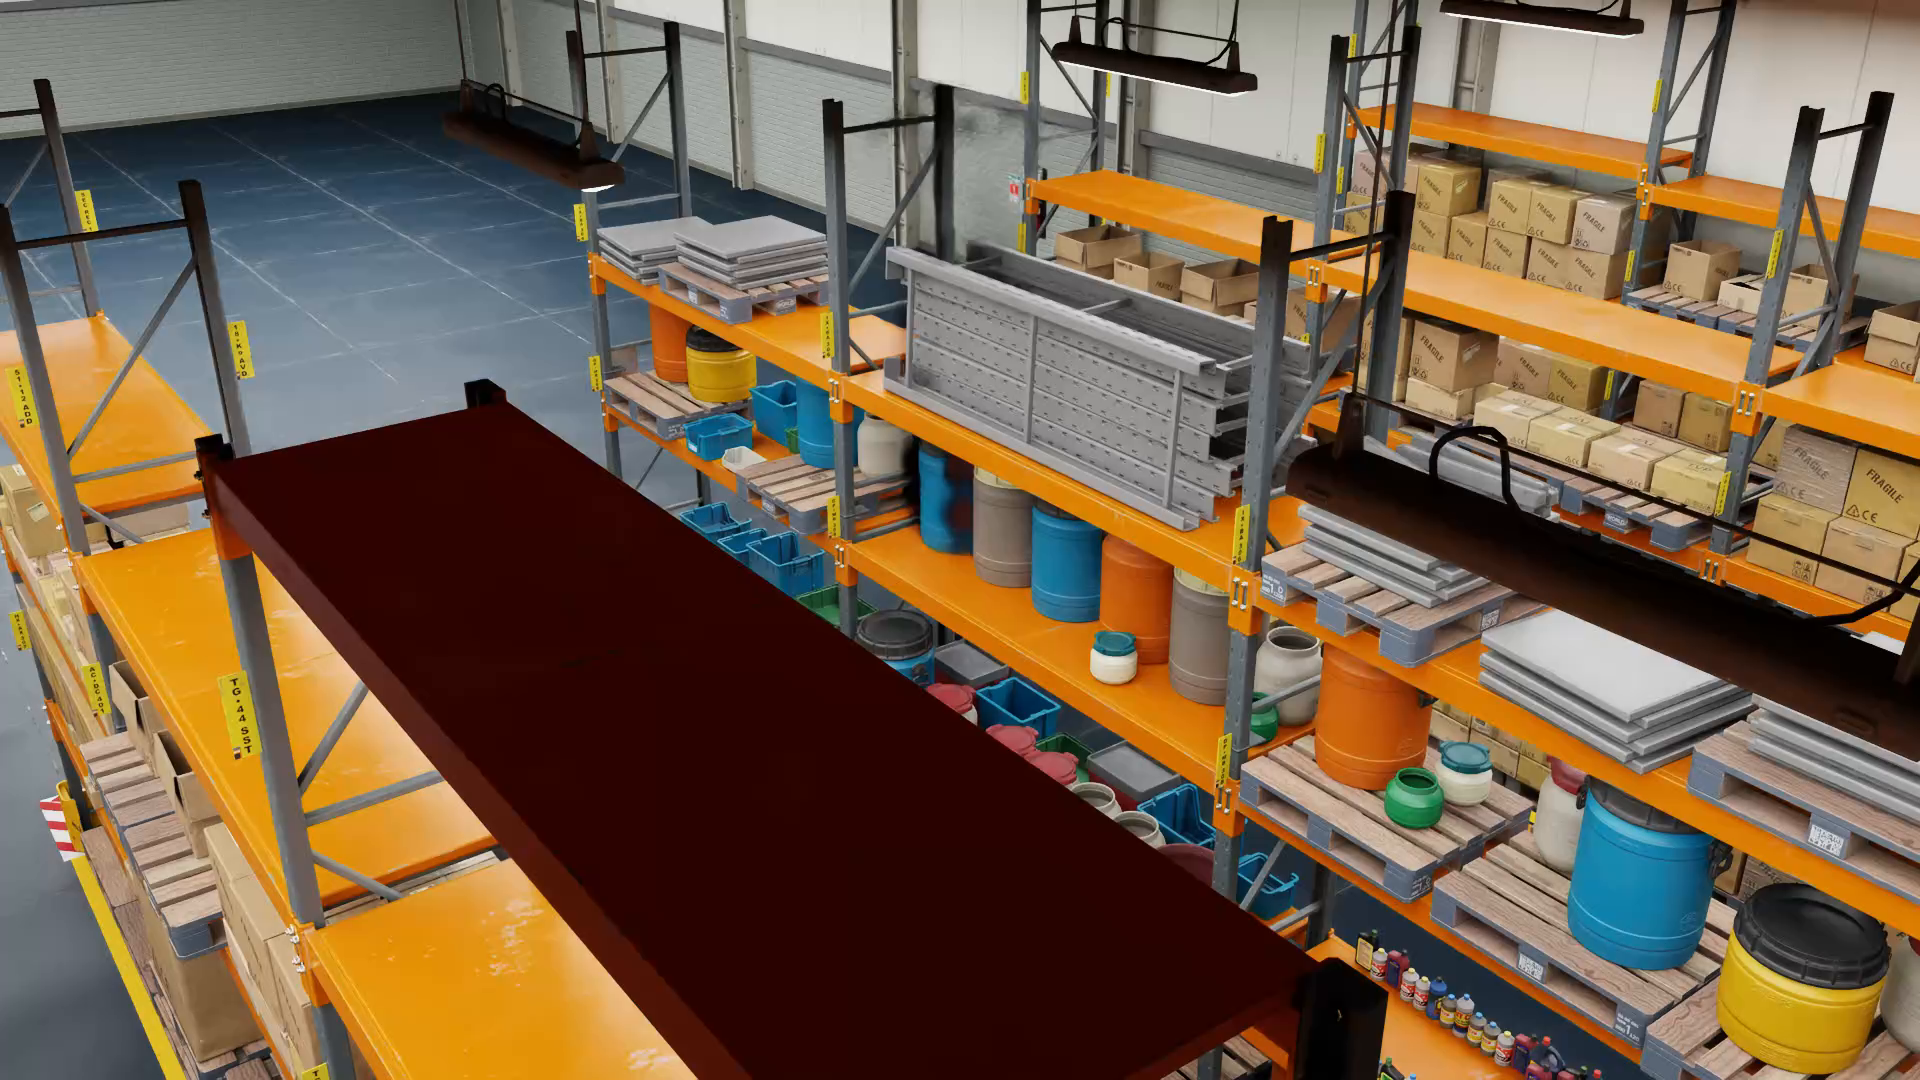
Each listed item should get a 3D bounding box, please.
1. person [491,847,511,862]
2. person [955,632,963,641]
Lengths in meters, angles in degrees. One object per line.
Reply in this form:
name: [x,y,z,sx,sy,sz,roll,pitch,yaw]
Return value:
person: [-3.230,2.271,12.149,0.590,1.640,0.743,-16,29,-31]
person: [-0.049,0.578,15.789,0.596,1.605,0.607,-21,32,-37]
